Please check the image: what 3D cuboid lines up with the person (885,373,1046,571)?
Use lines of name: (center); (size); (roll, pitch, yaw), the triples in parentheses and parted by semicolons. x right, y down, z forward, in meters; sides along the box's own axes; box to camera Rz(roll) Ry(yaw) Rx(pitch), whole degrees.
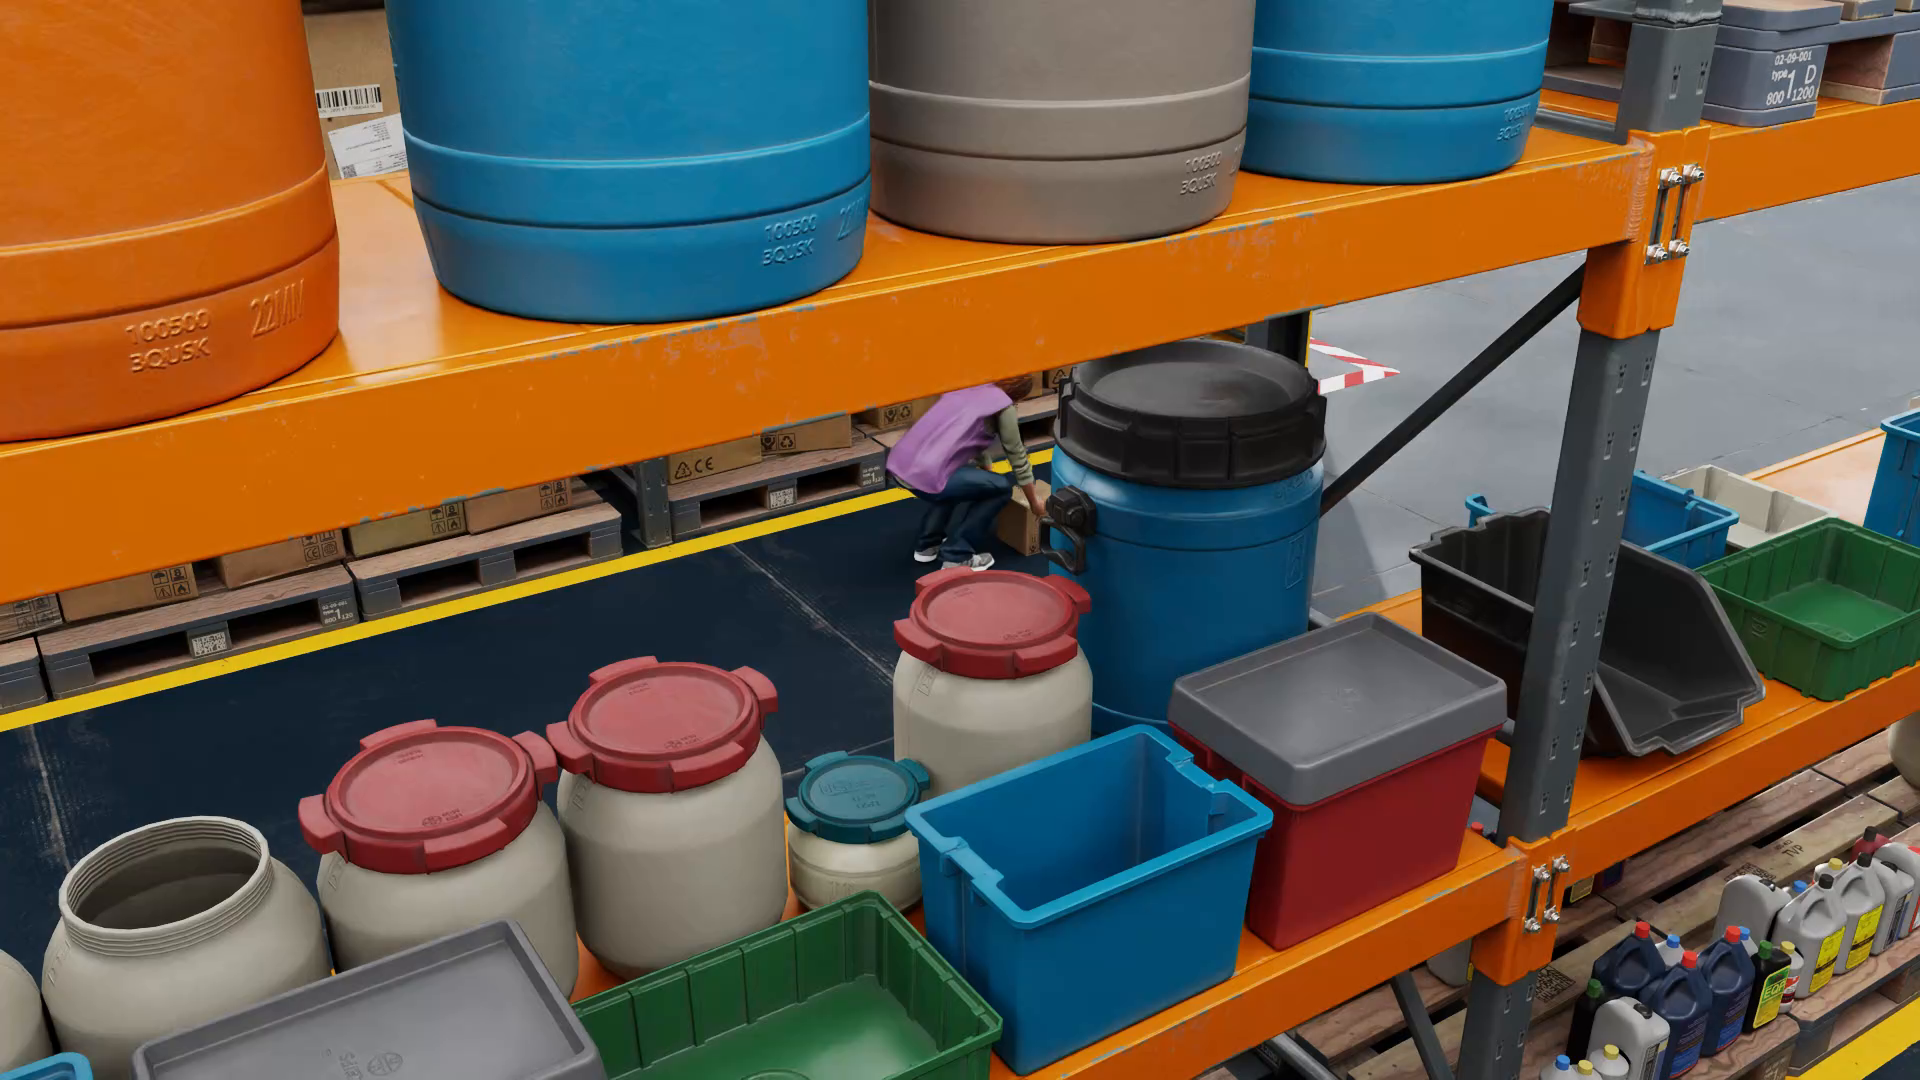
person: (0.017, -0.333, 7.601); (0.788, 0.927, 0.445); (-16, 30, -29)
